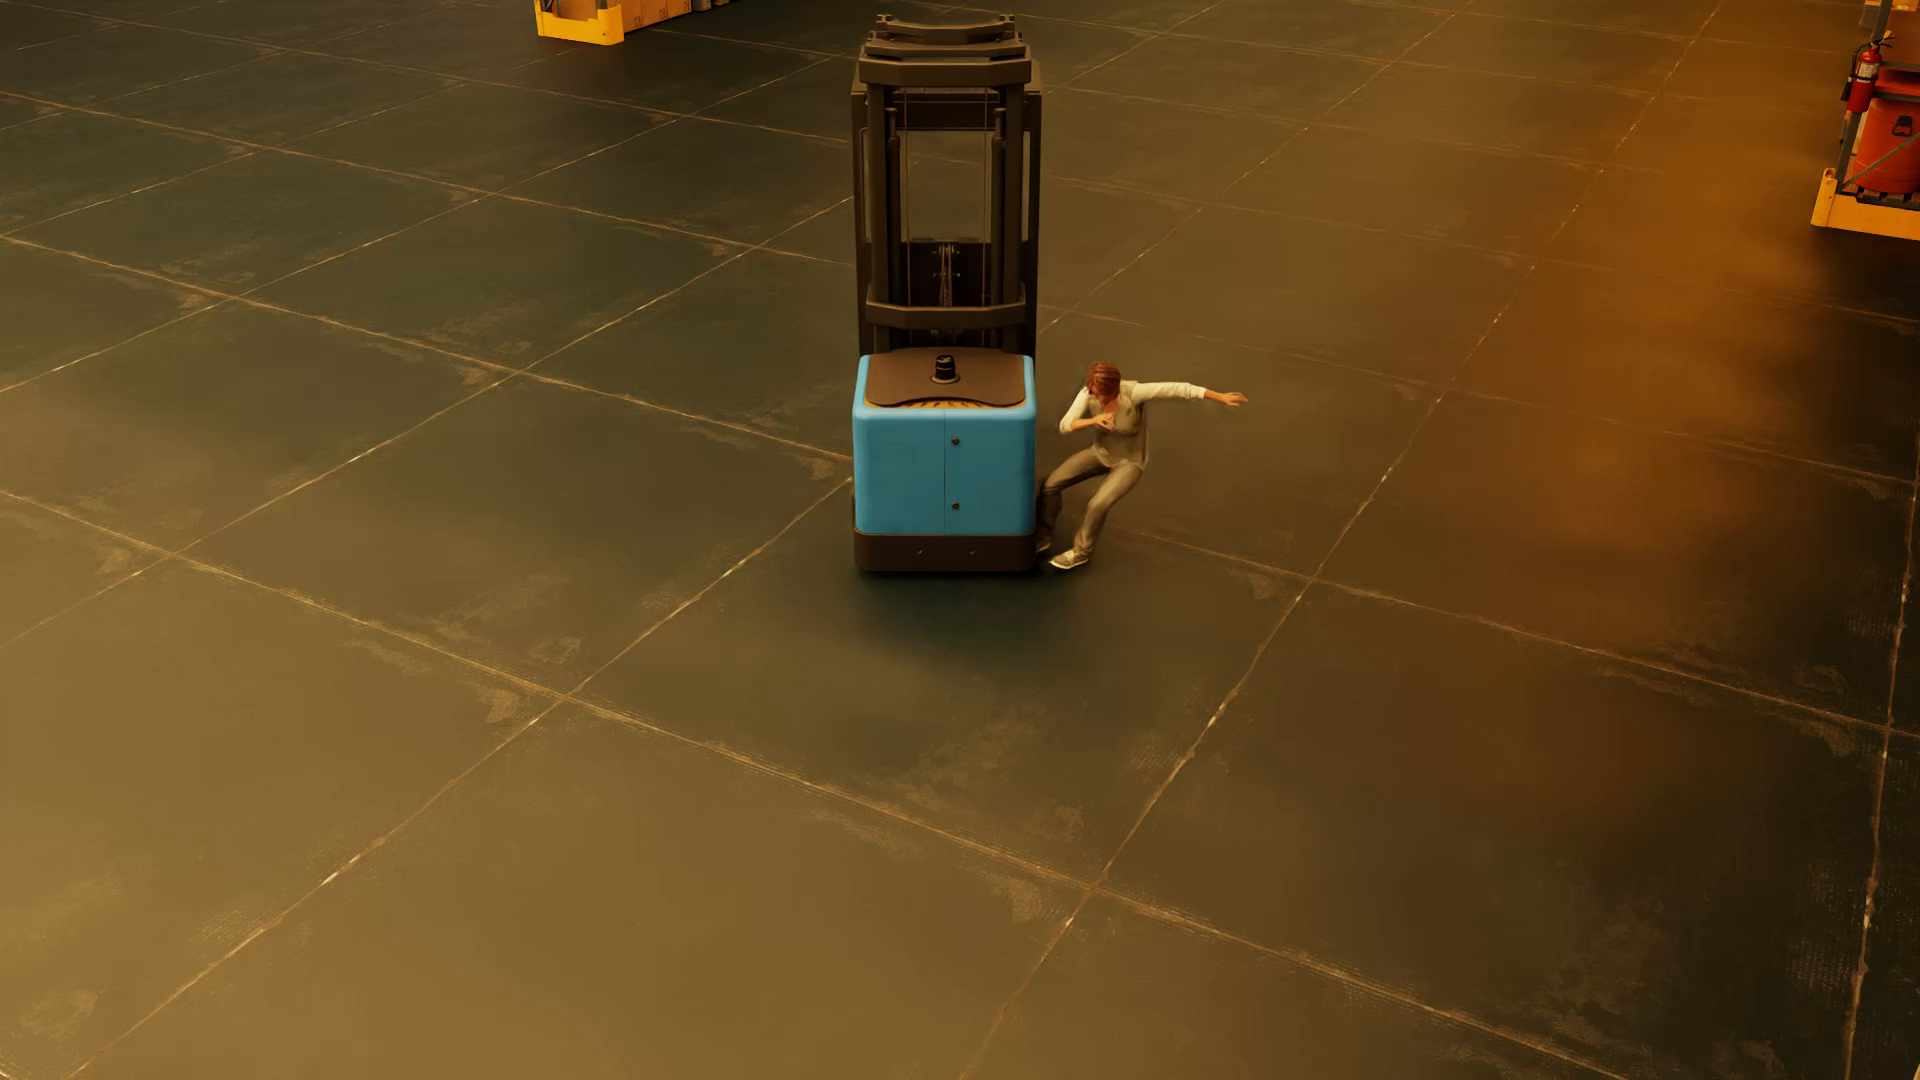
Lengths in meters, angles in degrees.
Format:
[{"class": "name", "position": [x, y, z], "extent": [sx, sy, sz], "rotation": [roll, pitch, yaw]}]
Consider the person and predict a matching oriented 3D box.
[{"class": "person", "position": [0.939, -0.402, 9.461], "extent": [1.218, 1.281, 0.639], "rotation": [14, 33, 23]}]

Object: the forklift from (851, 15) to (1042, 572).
[{"class": "forklift", "position": [-0.076, -1.782, 10.159], "extent": [1.130, 2.935, 3.031], "rotation": [0, 30, 0]}]
